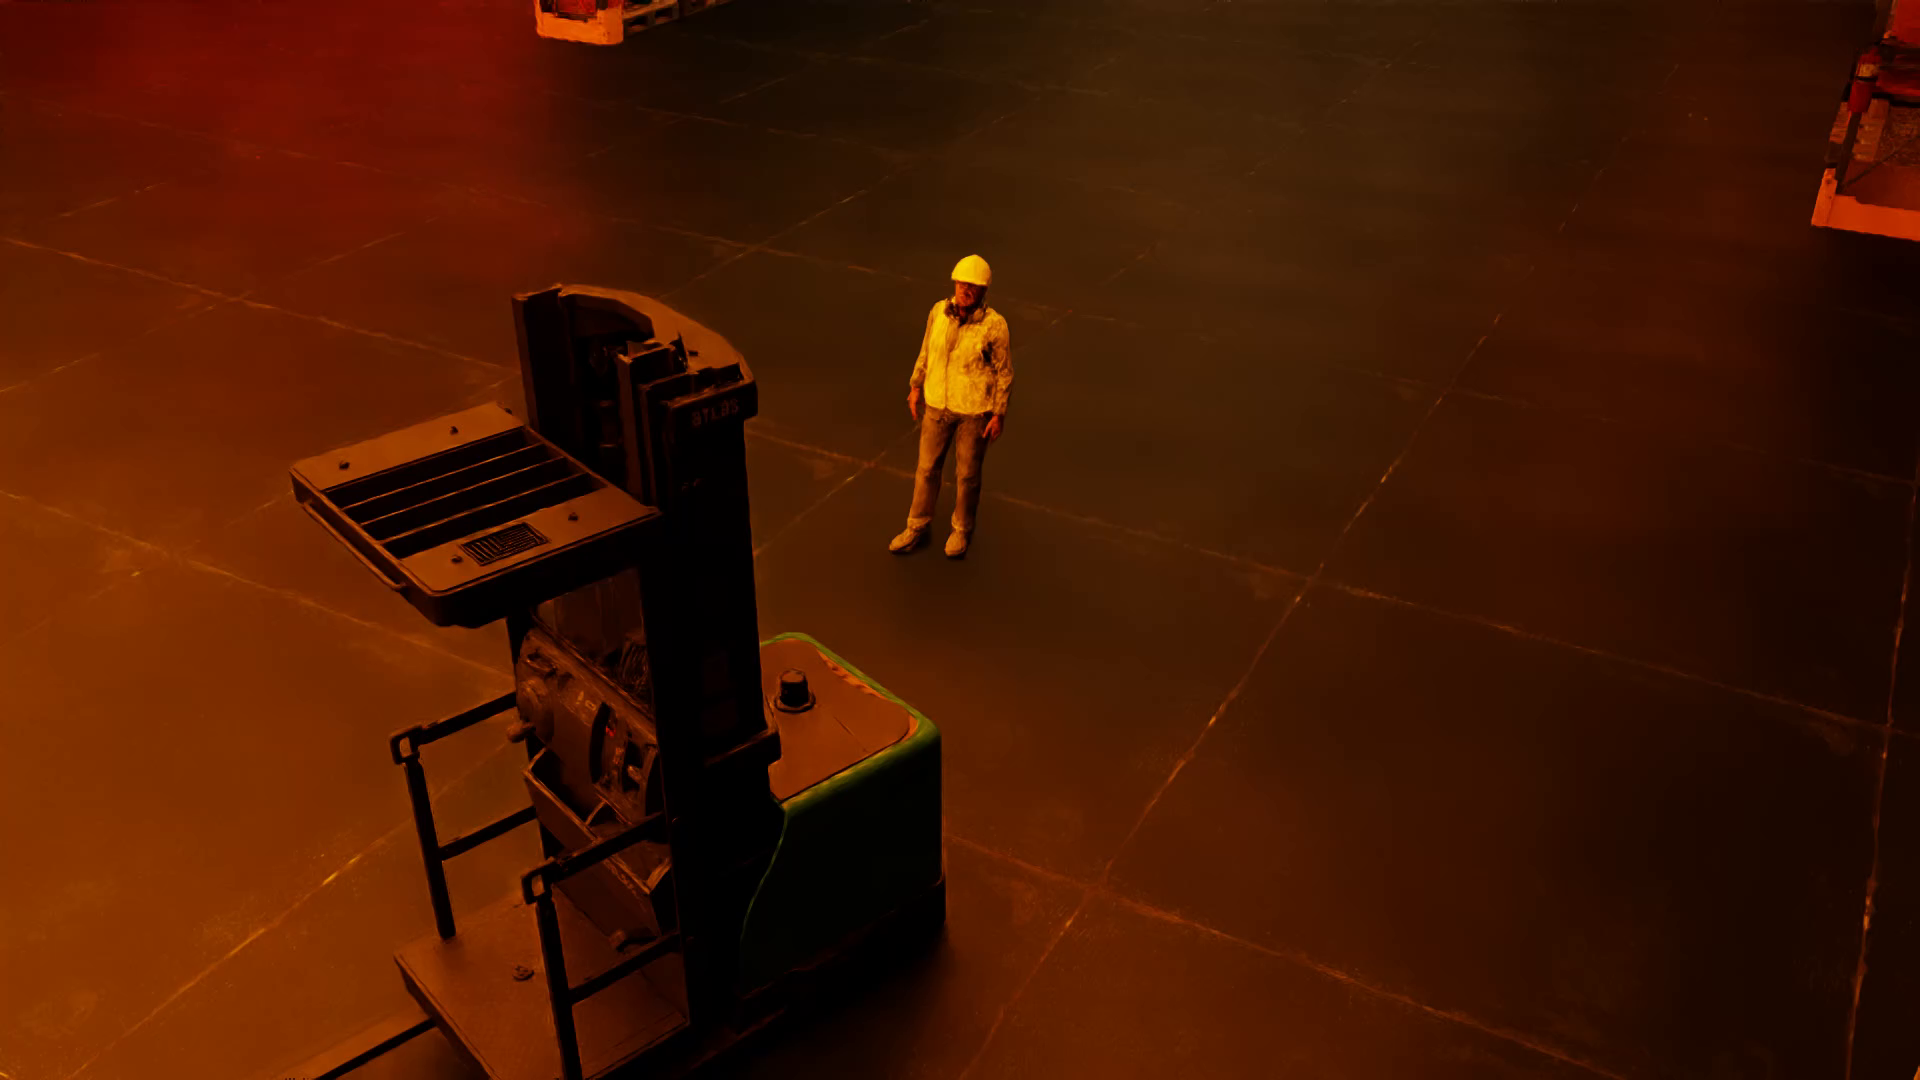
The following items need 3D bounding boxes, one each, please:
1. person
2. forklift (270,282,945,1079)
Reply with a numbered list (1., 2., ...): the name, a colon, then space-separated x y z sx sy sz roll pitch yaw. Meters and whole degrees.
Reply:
1. person: -0.037 -0.749 9.512 0.632 1.773 0.567 15 33 25
2. forklift: -1.505 0.700 5.857 3.031 2.935 1.130 -24 37 -35
